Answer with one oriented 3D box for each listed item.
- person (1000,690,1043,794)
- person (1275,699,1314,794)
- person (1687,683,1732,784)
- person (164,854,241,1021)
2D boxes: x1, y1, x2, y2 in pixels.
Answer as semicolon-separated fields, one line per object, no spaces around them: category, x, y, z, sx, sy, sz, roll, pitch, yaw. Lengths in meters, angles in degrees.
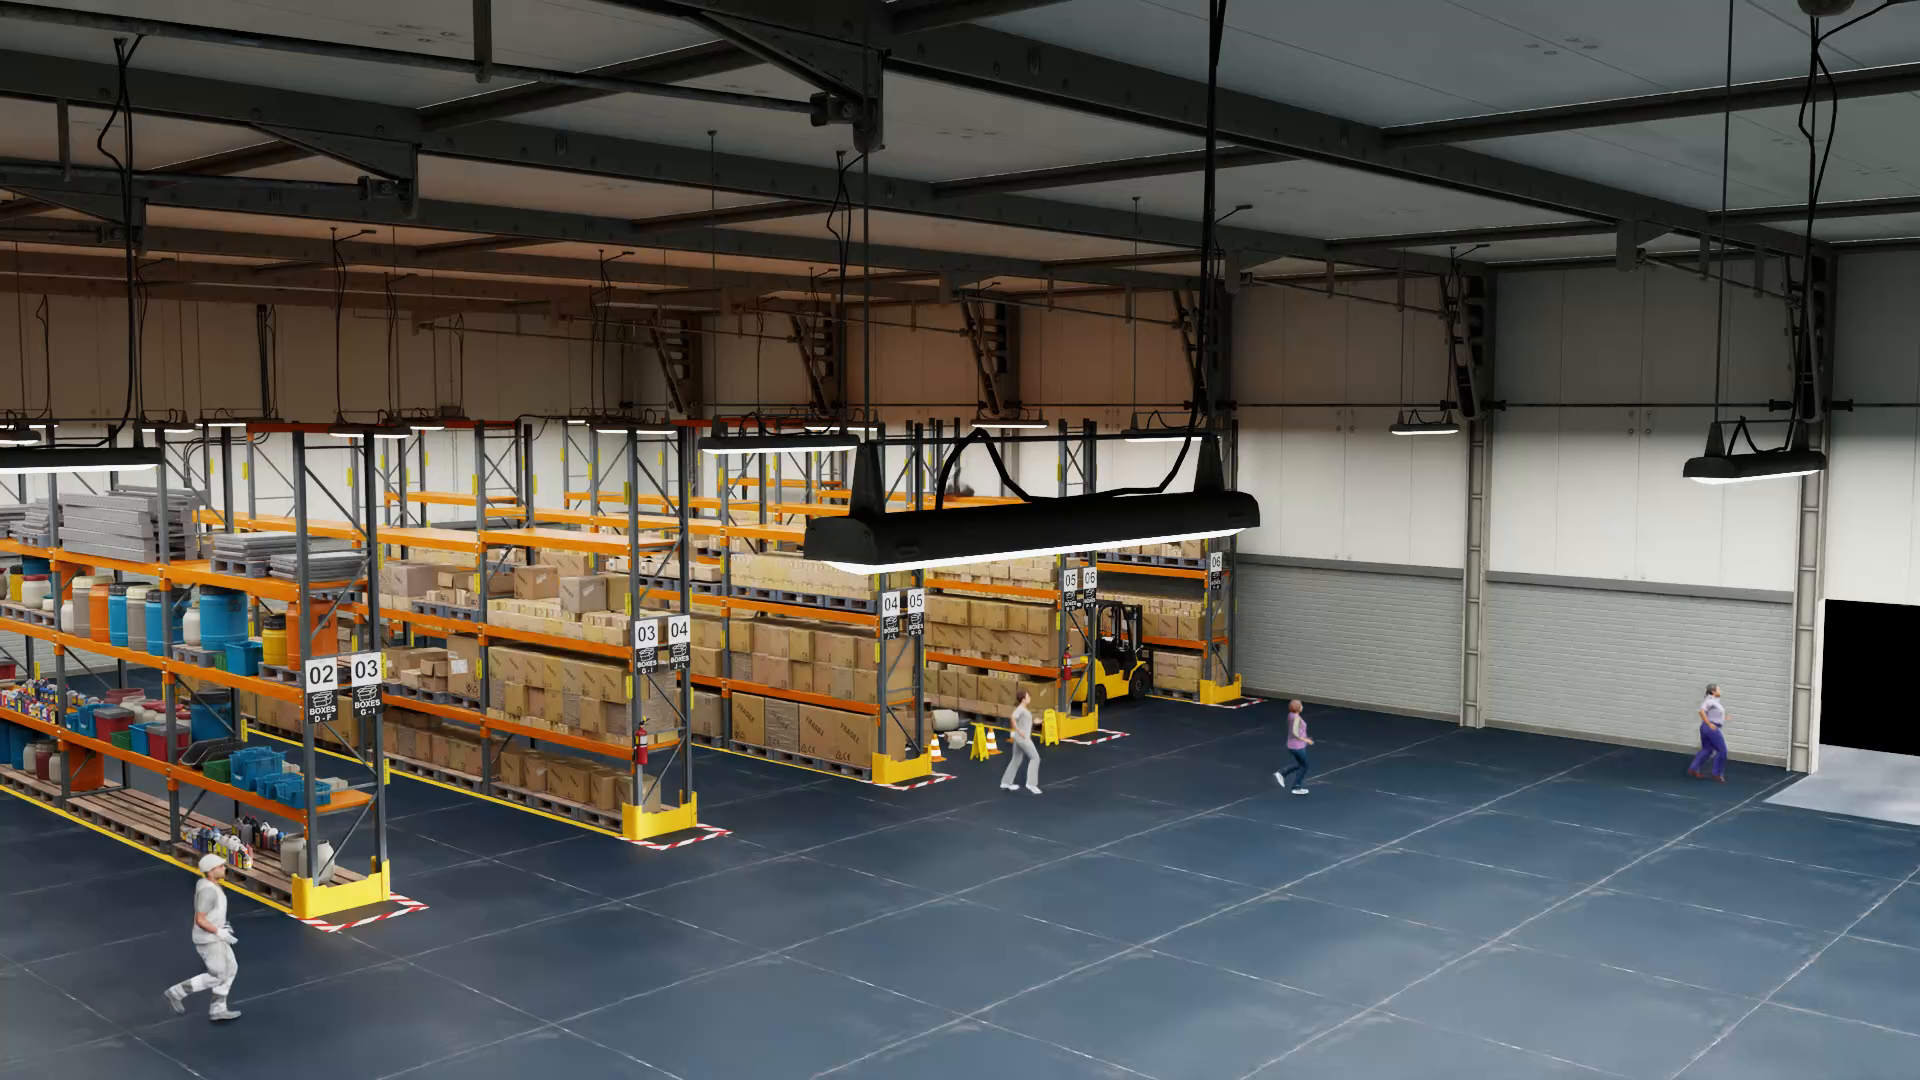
person;1.007;3.287;27.030;0.708;1.716;0.559;-1;5;-7
person;5.420;3.353;26.971;0.566;1.547;0.534;0;5;-2
person;12.593;3.254;27.900;0.678;1.719;0.590;1;5;18
person;-7.758;4.076;17.004;0.711;1.739;0.646;-2;5;-21
